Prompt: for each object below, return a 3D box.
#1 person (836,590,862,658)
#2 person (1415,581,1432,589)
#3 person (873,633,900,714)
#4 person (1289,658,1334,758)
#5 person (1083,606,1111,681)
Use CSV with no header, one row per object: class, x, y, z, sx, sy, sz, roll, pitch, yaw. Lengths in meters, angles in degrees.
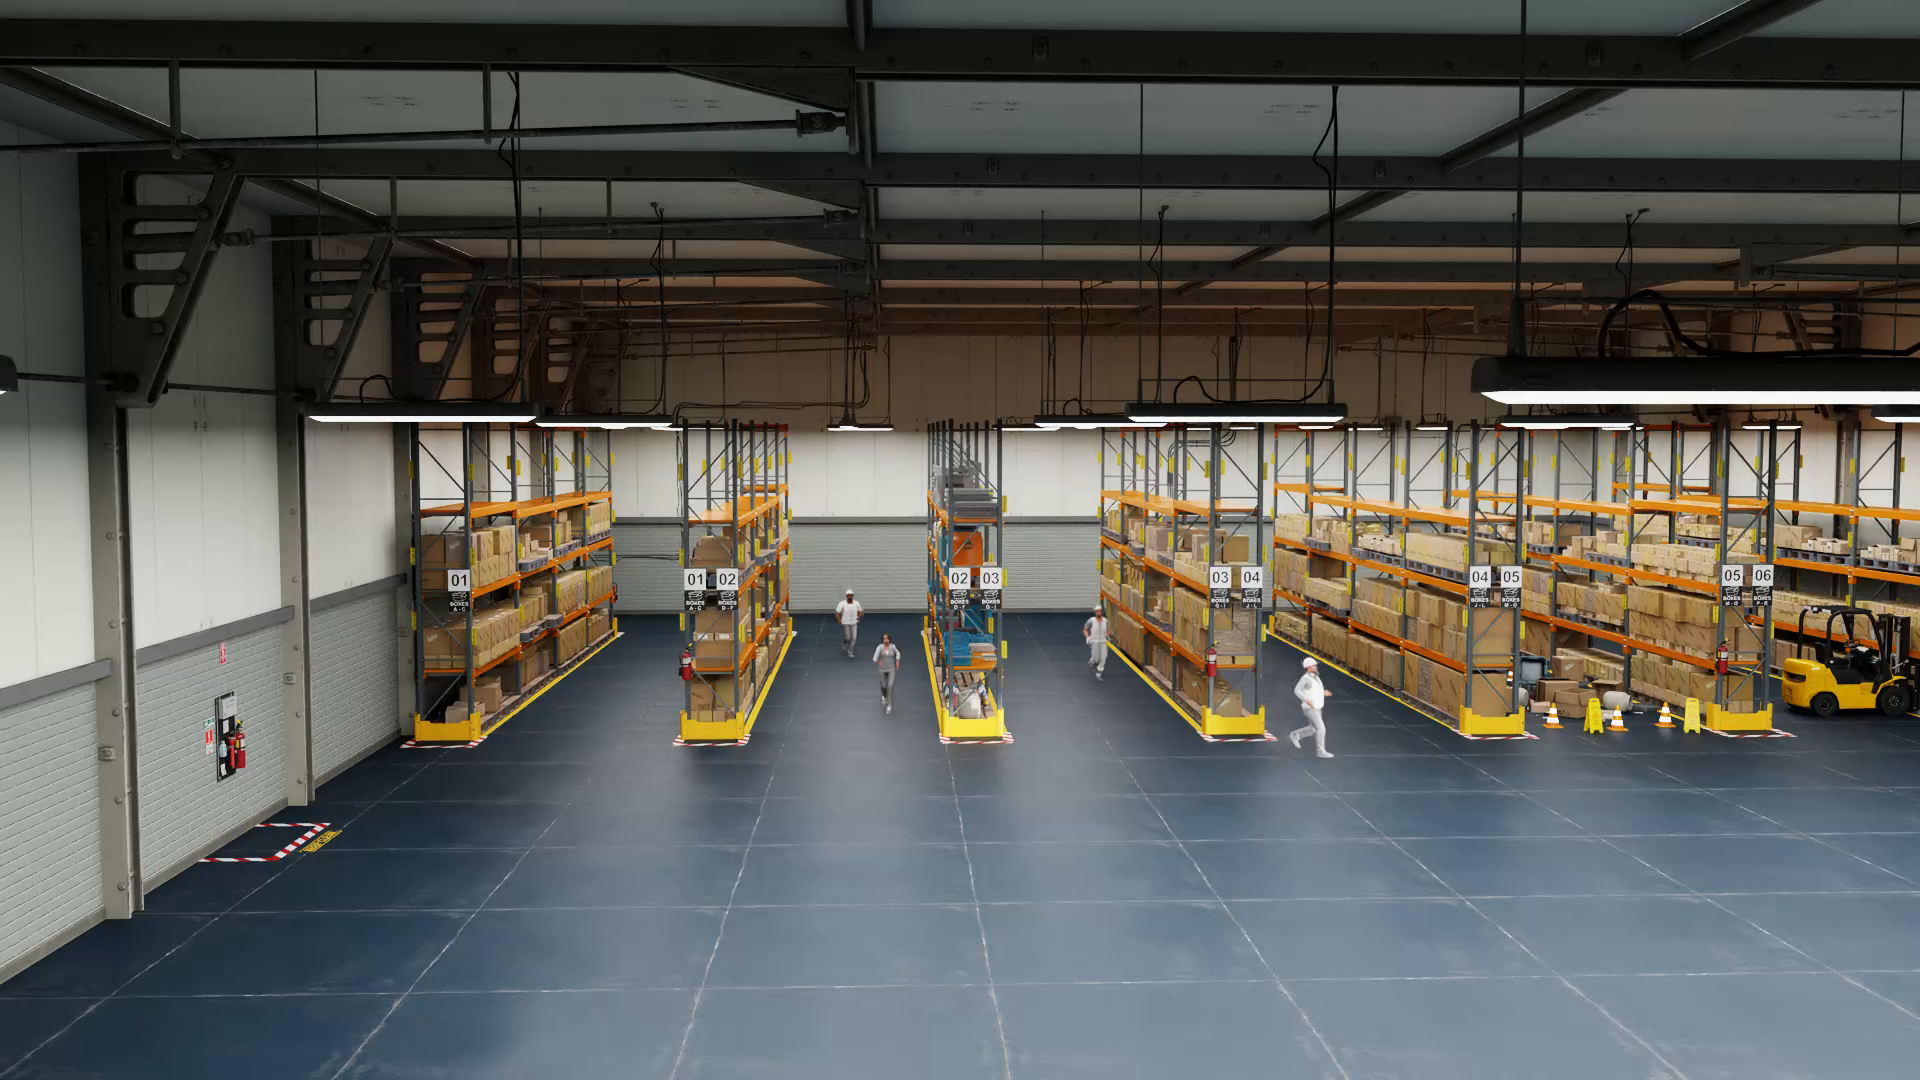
person,-2.828,2.138,42.637,0.702,1.721,0.589,-1,4,-18
person,13.713,1.707,49.372,0.949,1.731,0.699,0,4,2
person,-1.512,2.724,34.338,0.559,1.609,0.857,0,4,-5
person,6.218,2.959,29.471,0.883,1.746,0.669,2,4,34
person,3.209,2.389,38.596,0.657,1.743,0.605,-1,4,-13
